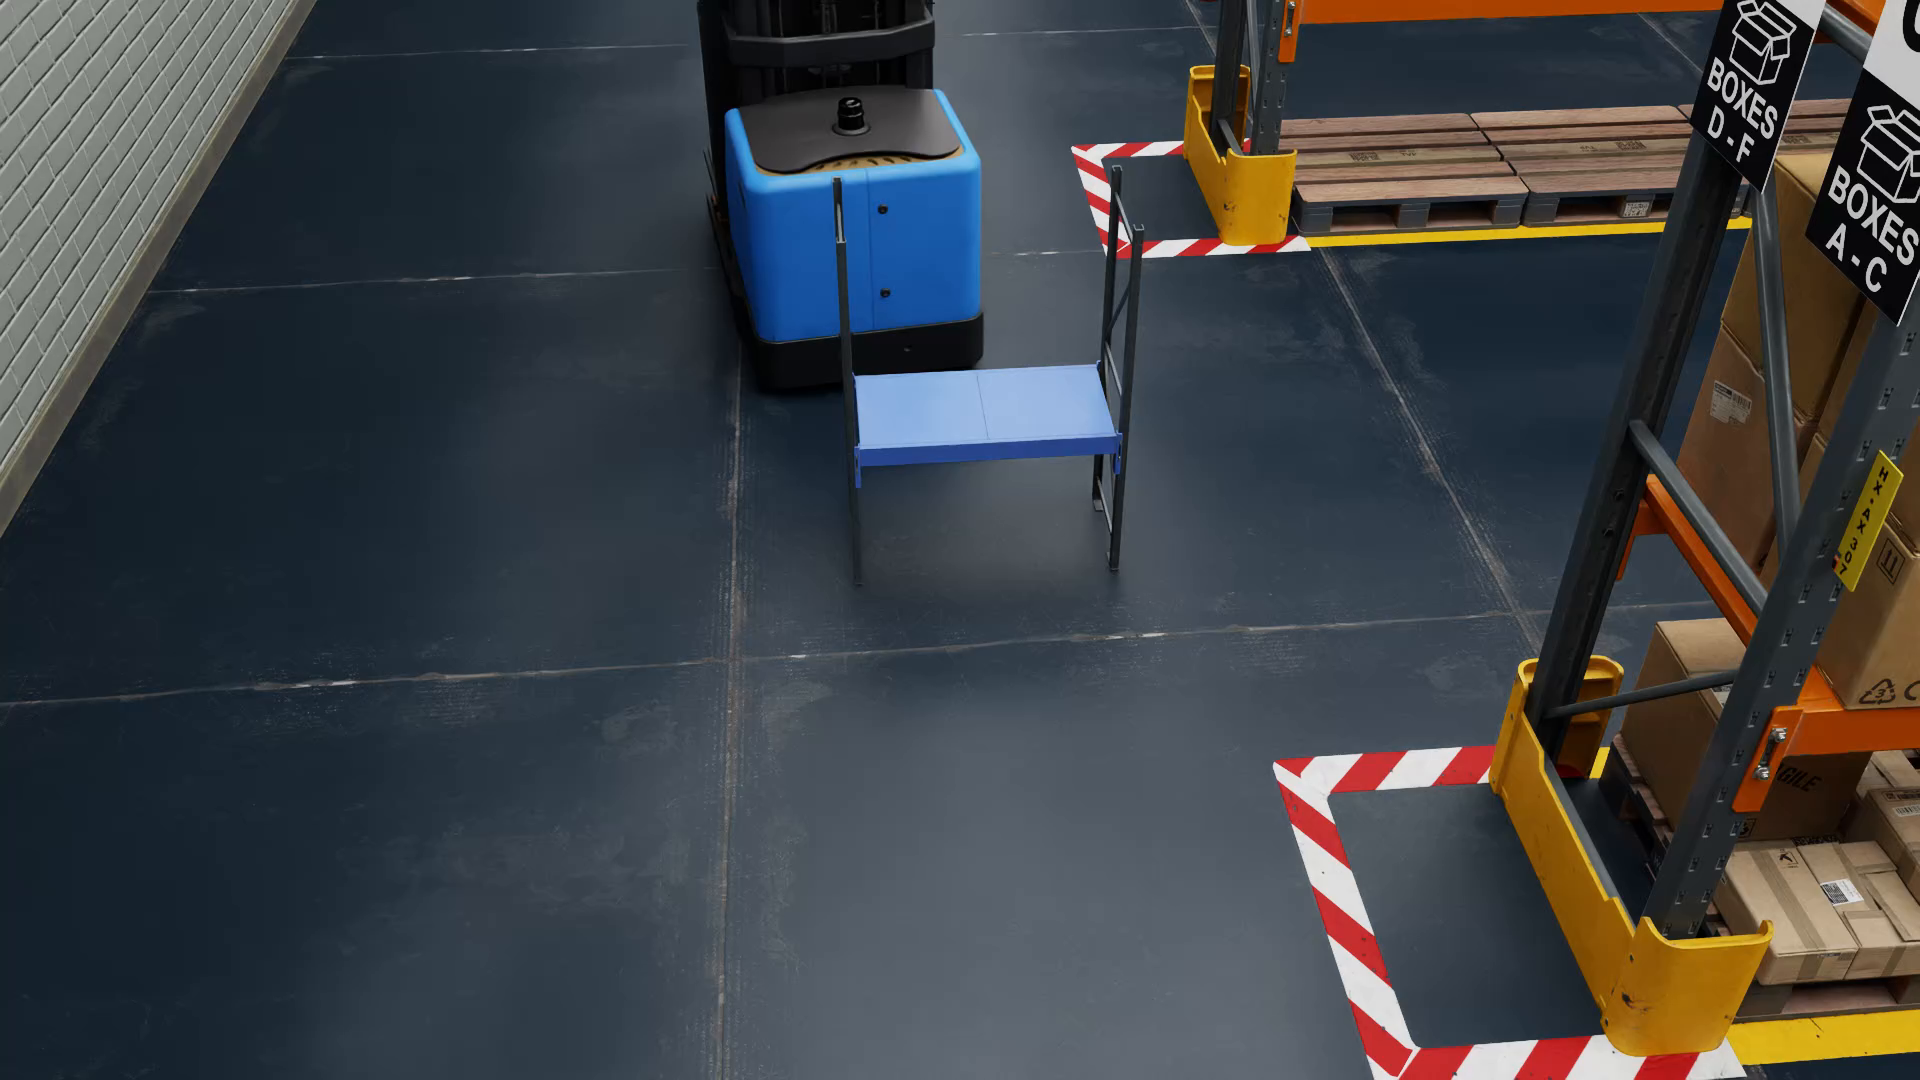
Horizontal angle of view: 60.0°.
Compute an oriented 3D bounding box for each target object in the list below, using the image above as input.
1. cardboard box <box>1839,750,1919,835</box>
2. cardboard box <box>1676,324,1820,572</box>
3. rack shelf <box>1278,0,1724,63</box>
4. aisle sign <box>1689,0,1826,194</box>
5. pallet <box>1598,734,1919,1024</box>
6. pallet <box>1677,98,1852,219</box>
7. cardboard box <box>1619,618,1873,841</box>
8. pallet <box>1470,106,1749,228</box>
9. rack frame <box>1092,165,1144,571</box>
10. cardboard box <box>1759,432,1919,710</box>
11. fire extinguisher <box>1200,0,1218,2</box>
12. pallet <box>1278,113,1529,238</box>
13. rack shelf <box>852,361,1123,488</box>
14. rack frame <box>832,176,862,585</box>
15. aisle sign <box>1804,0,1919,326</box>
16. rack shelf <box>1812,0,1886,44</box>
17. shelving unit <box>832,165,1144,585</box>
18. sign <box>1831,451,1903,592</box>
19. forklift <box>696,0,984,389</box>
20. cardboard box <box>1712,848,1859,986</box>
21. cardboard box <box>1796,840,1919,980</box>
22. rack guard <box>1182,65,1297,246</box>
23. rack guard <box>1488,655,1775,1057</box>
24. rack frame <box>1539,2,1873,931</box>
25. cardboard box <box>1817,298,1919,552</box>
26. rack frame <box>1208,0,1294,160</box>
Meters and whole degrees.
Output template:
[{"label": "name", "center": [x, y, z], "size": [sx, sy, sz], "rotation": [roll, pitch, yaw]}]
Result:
[{"label": "cardboard box", "center": [2.886, 0.756, 5.302], "size": [0.250, 0.166, 0.380], "rotation": [-3, 38, -4]}, {"label": "cardboard box", "center": [2.377, -0.267, 4.586], "size": [0.500, 0.500, 0.500], "rotation": [-2, 38, -3]}, {"label": "rack shelf", "center": [3.512, -2.919, 8.608], "size": [4.000, 0.370, 1.077], "rotation": [-3, 38, -4]}, {"label": "aisle sign", "center": [1.860, -1.241, 3.802], "size": [0.004, 0.787, 0.394], "rotation": [-3, 38, -4]}, {"label": "pallet", "center": [2.825, 1.011, 5.298], "size": [1.213, 0.211, 1.003], "rotation": [-3, 38, -4]}, {"label": "pallet", "center": [4.775, -2.152, 9.307], "size": [1.213, 0.211, 1.003], "rotation": [-3, 38, -4]}, {"label": "cardboard box", "center": [2.475, 0.592, 5.241], "size": [0.500, 0.500, 0.500], "rotation": [-3, 38, -4]}, {"label": "pallet", "center": [3.557, -2.083, 9.220], "size": [1.213, 0.211, 1.003], "rotation": [-3, 38, -4]}, {"label": "rack frame", "center": [0.591, -0.621, 6.327], "size": [0.032, 1.500, 0.500], "rotation": [-3, 38, -4]}, {"label": "cardboard box", "center": [3.659, -0.170, 4.463], "size": [3.026, 0.500, 1.079], "rotation": [-3, 38, -3]}, {"label": "fire extinguisher", "center": [1.330, -3.187, 8.731], "size": [0.183, 0.674, 0.296], "rotation": [-3, 38, -4]}, {"label": "pallet", "center": [2.345, -2.018, 9.137], "size": [1.213, 0.211, 1.003], "rotation": [-3, 38, -4]}, {"label": "rack shelf", "center": [0.085, -0.452, 6.403], "size": [1.000, 0.185, 0.538], "rotation": [-3, 38, -4]}, {"label": "rack frame", "center": [-0.421, -0.566, 6.256], "size": [0.032, 1.500, 0.500], "rotation": [-3, 38, -4]}, {"label": "aisle sign", "center": [1.913, -0.871, 3.333], "size": [0.004, 0.787, 0.394], "rotation": [-3, 38, -4]}, {"label": "rack shelf", "center": [3.947, -1.040, 3.806], "size": [4.000, 0.370, 1.077], "rotation": [-3, 38, -4]}, {"label": "shelving unit", "center": [0.085, -0.593, 6.291], "size": [1.048, 1.500, 0.538], "rotation": [-3, 38, -4]}, {"label": "sign", "center": [2.003, -0.040, 3.680], "size": [0.005, 0.325, 0.100], "rotation": [-3, 38, -4]}, {"label": "forklift", "center": [-0.727, -2.749, 7.868], "size": [1.130, 2.935, 3.031], "rotation": [-8, 39, -10]}, {"label": "cardboard box", "center": [2.403, 1.100, 4.880], "size": [0.250, 0.149, 0.380], "rotation": [-3, 38, -4]}, {"label": "cardboard box", "center": [2.652, 1.080, 4.892], "size": [0.250, 0.166, 0.380], "rotation": [-3, 38, -4]}, {"label": "rack guard", "center": [1.497, -2.101, 9.009], "size": [0.348, 0.500, 1.175], "rotation": [-3, 38, -4]}, {"label": "rack guard", "center": [2.031, 0.942, 5.152], "size": [0.348, 0.500, 1.175], "rotation": [-3, 38, -4]}, {"label": "rack frame", "center": [1.955, -0.033, 4.370], "size": [0.053, 2.616, 0.949], "rotation": [-3, 38, -4]}, {"label": "cardboard box", "center": [2.421, -0.329, 3.857], "size": [0.500, 0.500, 0.500], "rotation": [-2, 38, -3]}, {"label": "rack frame", "center": [1.520, -3.092, 8.247], "size": [0.127, 3.000, 1.000], "rotation": [-3, 38, -4]}]
